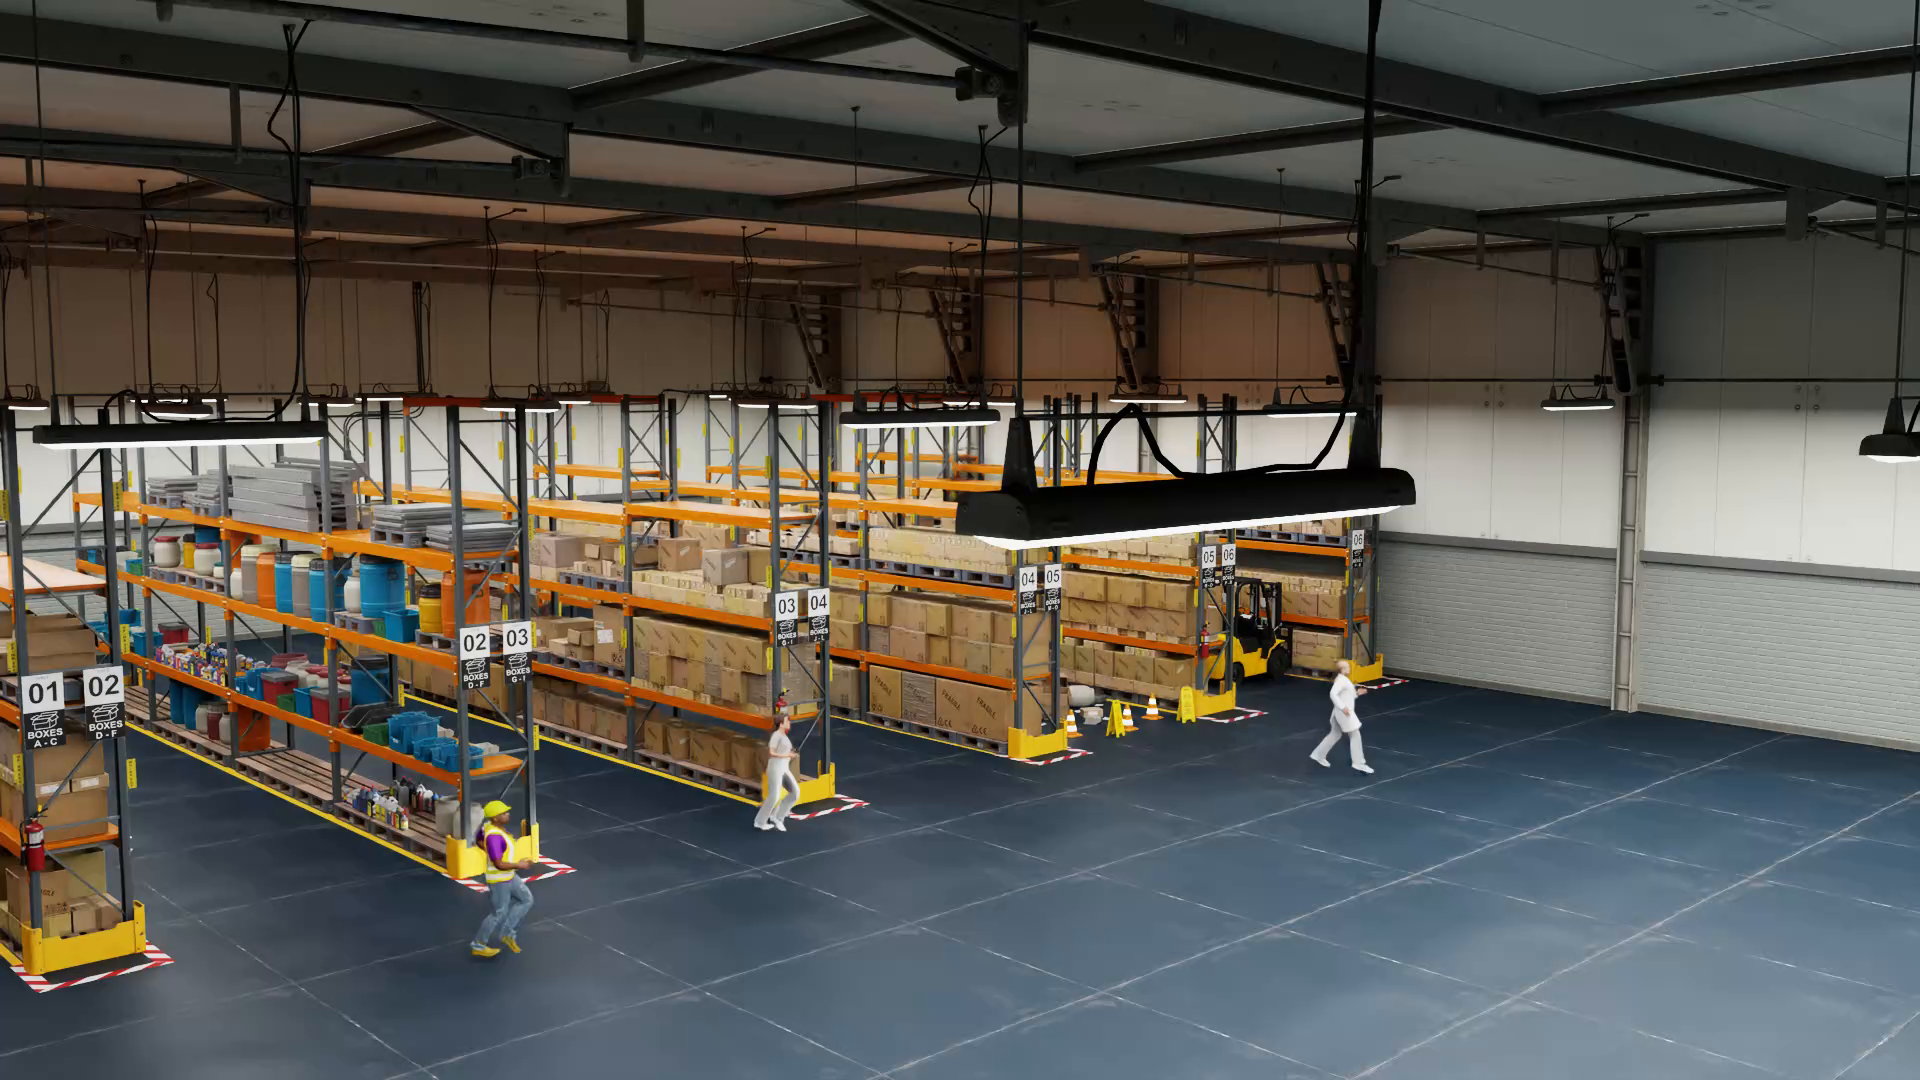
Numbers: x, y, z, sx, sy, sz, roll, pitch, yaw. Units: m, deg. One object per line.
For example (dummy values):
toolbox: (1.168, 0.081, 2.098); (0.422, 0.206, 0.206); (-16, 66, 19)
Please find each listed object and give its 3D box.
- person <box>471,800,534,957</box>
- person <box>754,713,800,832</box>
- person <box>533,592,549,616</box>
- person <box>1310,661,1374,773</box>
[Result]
person: (-5.024, 3.711, 18.248); (0.700, 1.766, 0.709); (-1, 6, -12)
person: (-2.523, 3.261, 23.425); (0.640, 1.647, 0.575); (2, 6, 22)
person: (-10.345, 1.549, 40.994); (0.894, 1.611, 0.632); (0, 6, 1)
person: (6.162, 2.835, 26.774); (1.006, 1.802, 0.689); (0, 6, -1)
